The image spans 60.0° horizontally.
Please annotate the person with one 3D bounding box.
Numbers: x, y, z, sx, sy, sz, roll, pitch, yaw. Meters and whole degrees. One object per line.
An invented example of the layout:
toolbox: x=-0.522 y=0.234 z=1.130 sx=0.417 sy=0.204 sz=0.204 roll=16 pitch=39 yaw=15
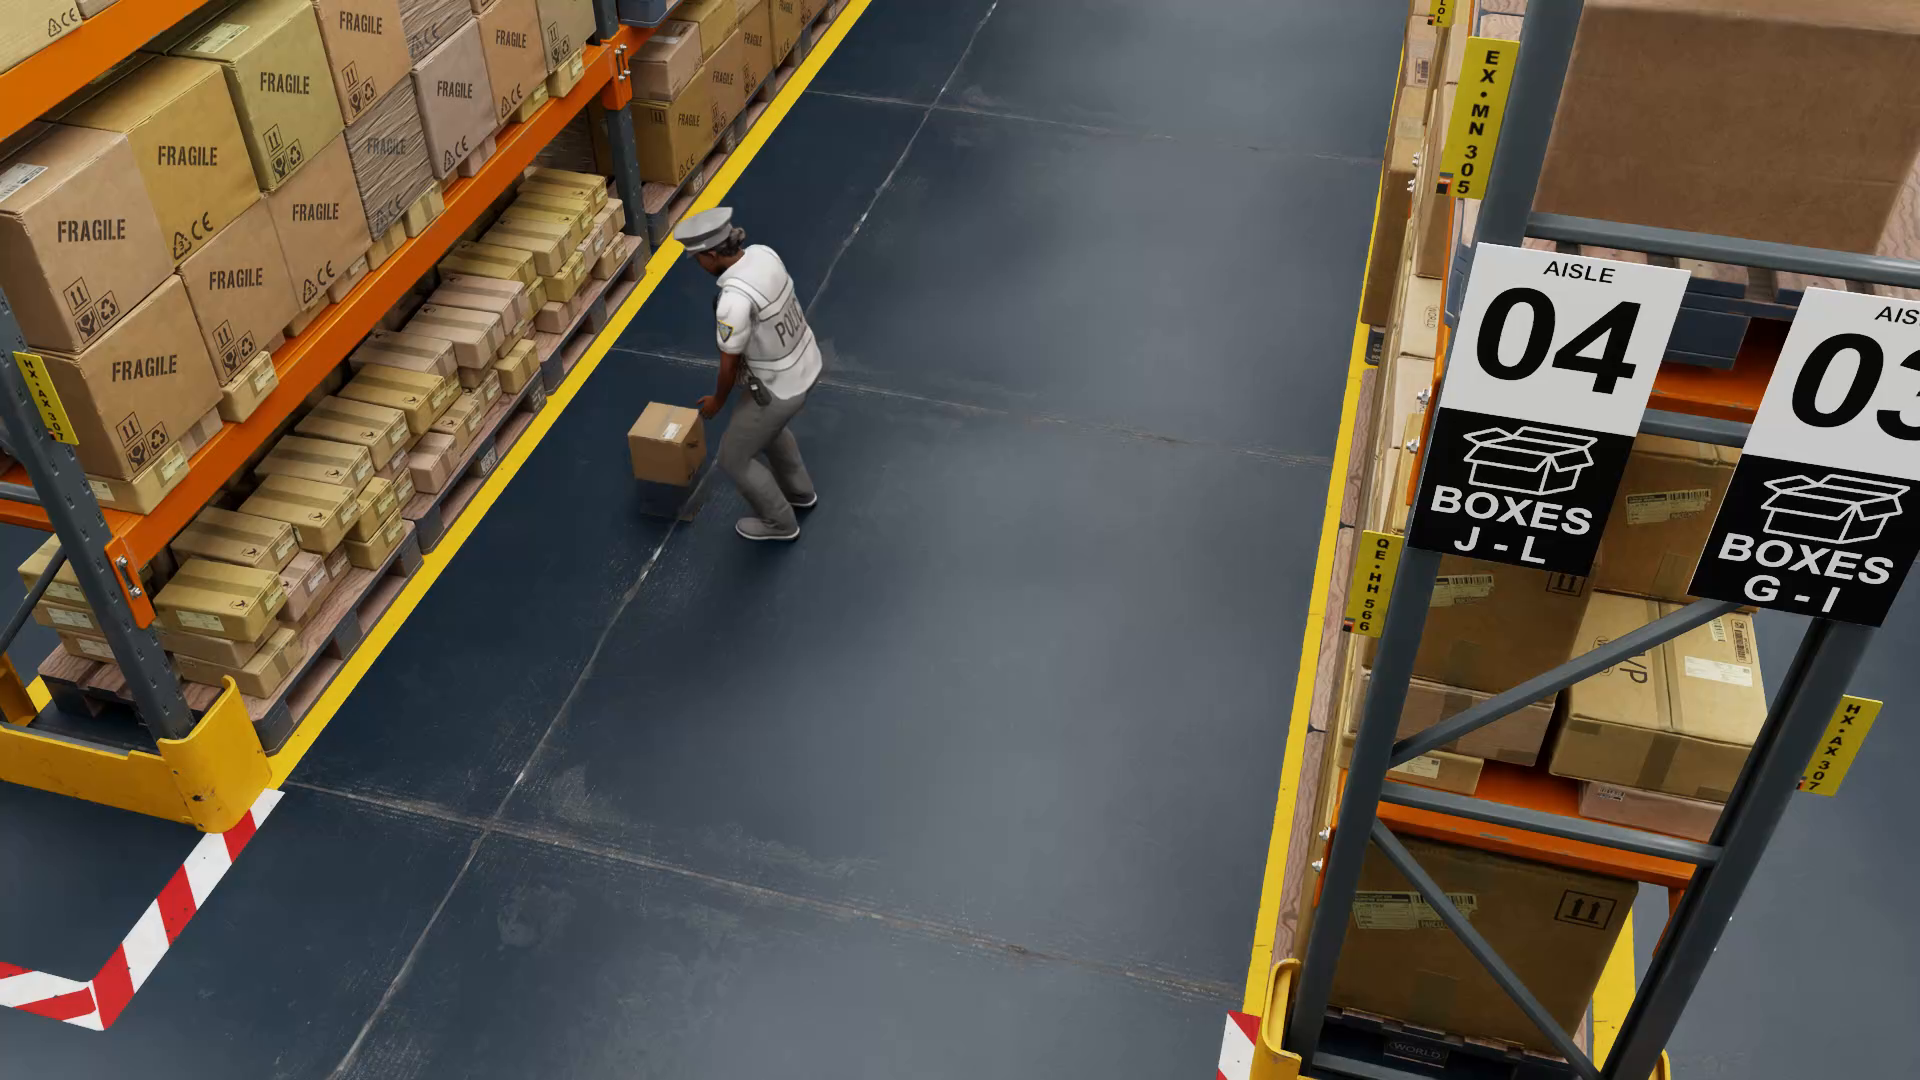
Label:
person: x=-0.867 y=-0.670 z=7.008 sx=0.541 sy=1.563 sz=0.476 roll=11 pitch=42 yaw=12
